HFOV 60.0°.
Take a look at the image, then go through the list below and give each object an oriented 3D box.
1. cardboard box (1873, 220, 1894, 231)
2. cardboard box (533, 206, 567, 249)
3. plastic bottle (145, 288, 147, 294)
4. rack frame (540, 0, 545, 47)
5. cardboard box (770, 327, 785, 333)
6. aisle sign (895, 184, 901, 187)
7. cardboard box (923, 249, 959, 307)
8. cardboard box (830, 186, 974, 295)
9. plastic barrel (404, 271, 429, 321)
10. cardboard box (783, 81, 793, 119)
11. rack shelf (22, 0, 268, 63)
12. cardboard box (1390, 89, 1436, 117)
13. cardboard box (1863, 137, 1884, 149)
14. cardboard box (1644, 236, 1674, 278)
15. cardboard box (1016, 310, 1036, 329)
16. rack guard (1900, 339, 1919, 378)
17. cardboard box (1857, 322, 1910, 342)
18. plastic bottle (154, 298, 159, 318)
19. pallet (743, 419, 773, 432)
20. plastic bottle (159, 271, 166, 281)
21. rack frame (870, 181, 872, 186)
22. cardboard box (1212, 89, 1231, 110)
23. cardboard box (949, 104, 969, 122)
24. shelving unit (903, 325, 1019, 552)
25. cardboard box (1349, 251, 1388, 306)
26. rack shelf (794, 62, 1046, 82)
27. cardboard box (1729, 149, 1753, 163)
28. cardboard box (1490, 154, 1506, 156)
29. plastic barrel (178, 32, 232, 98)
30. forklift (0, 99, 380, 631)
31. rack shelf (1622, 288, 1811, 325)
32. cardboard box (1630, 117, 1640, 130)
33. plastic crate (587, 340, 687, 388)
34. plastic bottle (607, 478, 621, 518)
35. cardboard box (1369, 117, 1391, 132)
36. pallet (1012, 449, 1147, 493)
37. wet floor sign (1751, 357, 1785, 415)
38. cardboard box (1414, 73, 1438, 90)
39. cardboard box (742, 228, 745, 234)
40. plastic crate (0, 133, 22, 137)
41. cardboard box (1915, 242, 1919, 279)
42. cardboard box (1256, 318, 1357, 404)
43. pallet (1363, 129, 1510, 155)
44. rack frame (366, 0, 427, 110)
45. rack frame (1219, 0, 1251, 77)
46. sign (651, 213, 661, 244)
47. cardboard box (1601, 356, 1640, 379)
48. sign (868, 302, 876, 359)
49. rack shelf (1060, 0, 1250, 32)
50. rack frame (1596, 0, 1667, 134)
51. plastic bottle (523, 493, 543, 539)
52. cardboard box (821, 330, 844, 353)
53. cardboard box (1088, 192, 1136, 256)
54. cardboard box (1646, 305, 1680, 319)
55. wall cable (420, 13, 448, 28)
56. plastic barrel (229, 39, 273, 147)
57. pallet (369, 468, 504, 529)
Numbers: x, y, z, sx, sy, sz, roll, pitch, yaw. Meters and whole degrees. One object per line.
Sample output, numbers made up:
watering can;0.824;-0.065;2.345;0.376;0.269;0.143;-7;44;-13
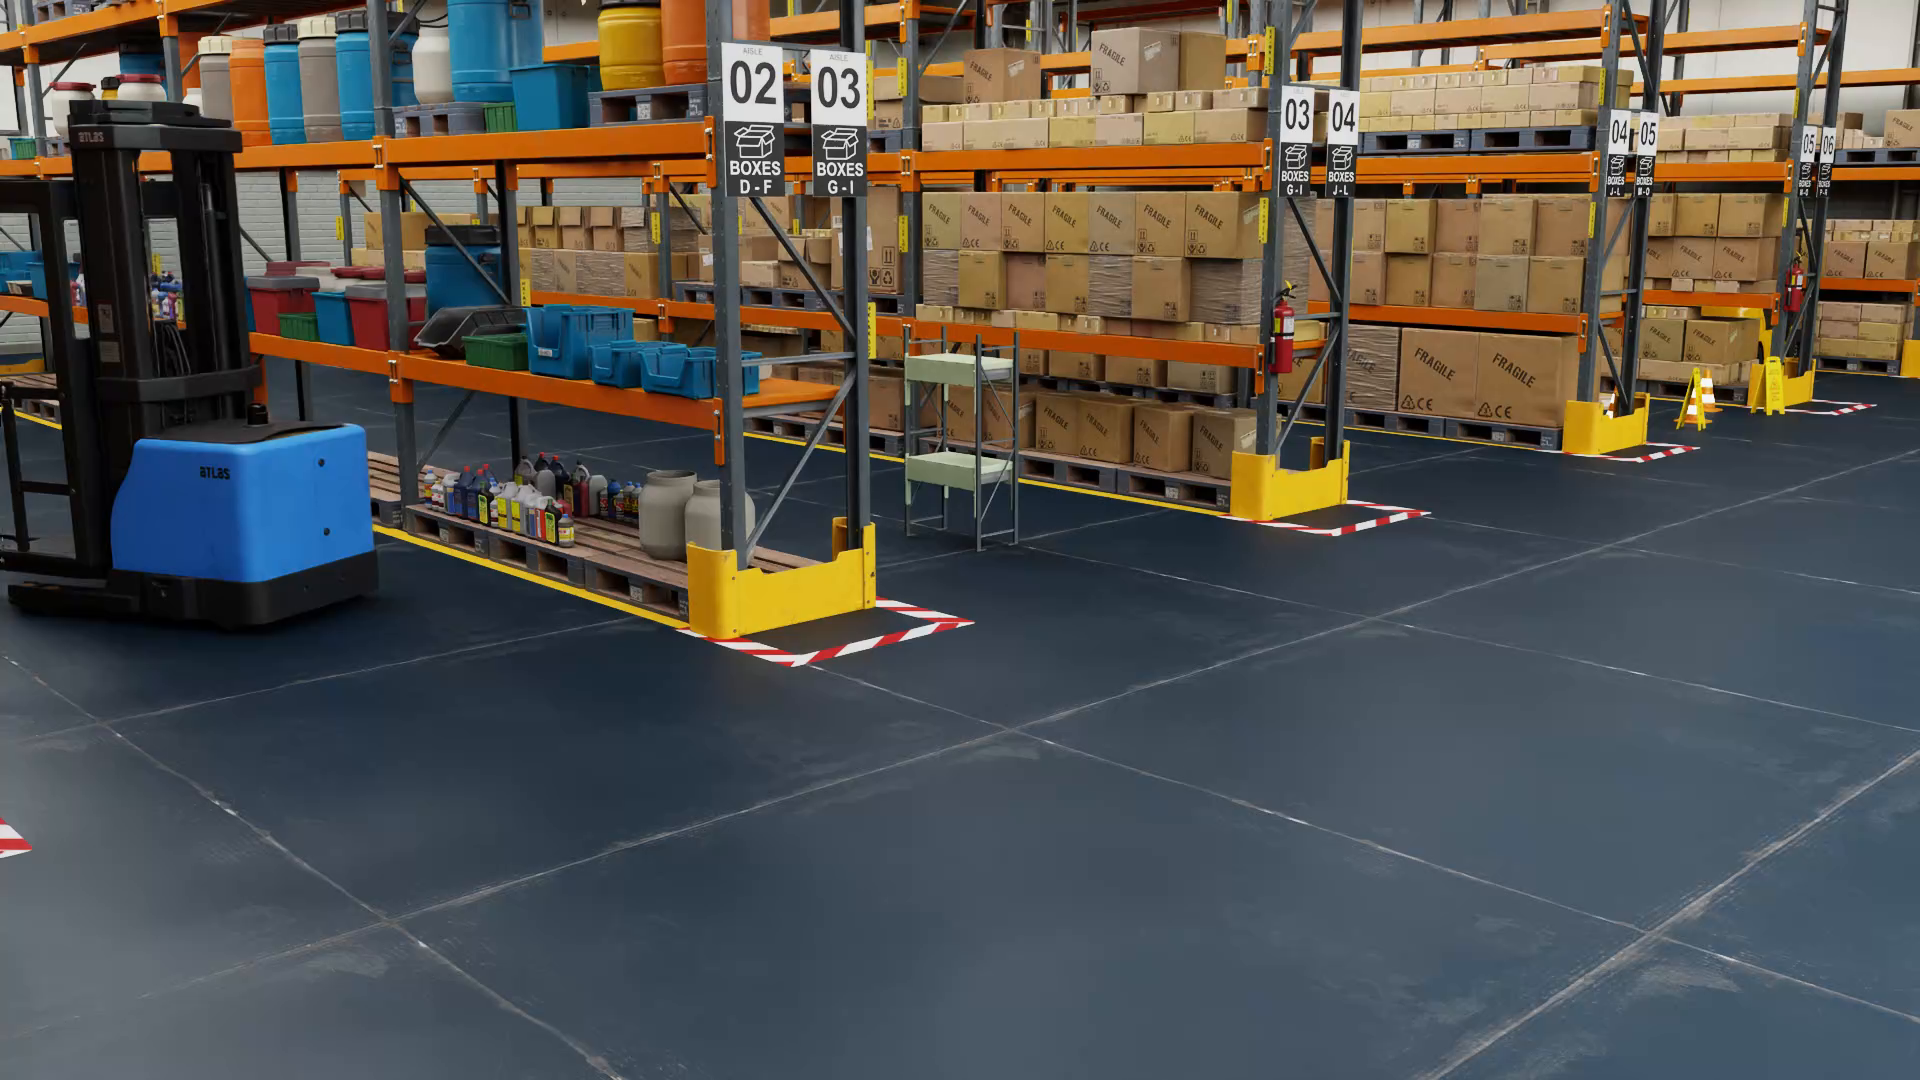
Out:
cardboard box;12.811;-4.343;22.965;0.380;0.149;0.250;-11;16;-42
cardboard box;-4.726;-3.801;20.191;0.797;0.503;0.637;-11;16;-42
plastic bottle;-7.916;-2.351;16.013;0.144;0.351;0.185;-11;16;-43
rack frame;-5.639;-6.392;20.638;1.000;3.000;0.127;-11;16;-43
cardboard box;-2.625;-3.125;24.933;0.250;0.149;0.380;11;16;42
aisle sign;-1.059;-6.746;30.778;0.394;0.787;0.004;-11;16;-43
cardboard box;0.152;-2.407;15.176;0.875;0.500;0.500;-11;16;-43
cardboard box;-0.561;-2.922;16.131;1.000;1.000;1.000;-11;16;-42
plastic barrel;-4.198;-1.833;13.039;0.433;0.535;0.433;0;12;0
cardboard box;-2.038;-4.382;16.827;0.500;0.500;0.500;11;16;44
rack shelf;-7.840;-4.862;15.984;1.077;0.370;4.000;-11;16;-43
cardboard box;4.727;-4.428;16.882;0.500;0.250;0.500;-11;16;-42
cardboard box;12.611;-5.455;22.858;0.250;0.149;0.380;11;16;44
cardboard box;8.556;-3.466;20.318;0.500;0.500;0.500;-11;16;-43
cardboard box;0.698;-1.911;14.377;0.380;0.149;0.250;-11;16;-43
rack guard;13.420;-2.548;23.041;1.175;0.500;0.348;-11;16;-43
cardboard box;12.841;-2.907;23.124;0.500;0.250;0.500;-11;16;-43
plastic bottle;-7.474;-2.178;15.542;0.097;0.201;0.097;0;12;0
pallet;-2.338;-1.390;18.137;1.003;0.211;1.213;-11;16;-43
plastic bottle;-8.349;-2.651;17.469;0.144;0.351;0.185;-11;16;-43
rack frame;-1.234;-5.419;30.780;1.000;3.000;0.127;-11;16;-43
cardboard box;2.136;-3.345;12.665;0.250;0.149;0.380;11;16;43
cardboard box;0.121;-3.758;14.667;0.250;0.149;0.380;11;16;42
shelving unit;0.005;-0.734;11.755;0.431;1.500;0.755;-11;16;-43
cardboard box;4.491;-2.812;17.755;0.875;0.550;0.550;-11;16;-43
rack shelf;-0.600;-6.229;22.618;1.077;0.370;4.000;-11;16;-43
cardboard box;9.172;-4.475;19.386;0.380;0.149;0.250;-11;16;-42
cardboard box;7.092;-4.933;21.611;0.380;0.149;0.250;-11;16;-43
plastic barrel;-6.848;-4.149;15.076;0.600;0.830;0.708;-11;16;-43
forklift;-5.105;-1.095;9.962;3.031;2.935;1.130;5;12;21
rack shelf;8.435;-3.023;20.935;1.077;0.370;4.000;-11;16;-43
cardboard box;8.285;-5.048;20.192;0.380;0.149;0.250;-10;16;-41
plastic crate;-1.940;-1.067;10.024;0.499;0.251;0.408;-11;16;-43
plastic bottle;-2.406;-0.294;11.576;0.097;0.271;0.097;0;12;0
cardboard box;4.430;-4.278;17.141;0.380;0.149;0.250;-11;16;-43
pallet;1.222;-0.650;14.542;1.003;0.211;1.213;-11;16;-43
wet floor sign;9.173;-1.754;18.825;0.267;0.644;0.232;-5;13;-23
cardboard box;4.774;-4.595;16.705;0.380;0.149;0.250;-11;16;-42
cardboard box;-3.220;-4.505;25.360;0.500;0.500;0.500;-11;16;-43
plastic crate;-11.127;-4.525;19.162;0.504;0.338;0.767;-11;16;-43
cardboard box;13.262;-3.936;23.335;0.500;0.500;0.500;-10;15;-41
cardboard box;3.927;-2.027;18.539;0.875;0.875;0.875;-11;16;-42
pallet;4.939;-4.090;17.115;1.003;0.211;1.213;-11;16;-43
rack frame;-3.696;-4.535;11.621;1.000;3.000;0.127;-11;16;-43
rack frame;5.116;-8.466;30.701;1.000;3.000;0.127;-11;16;-43
sign;-3.275;-3.360;17.915;0.100;0.325;0.005;-11;16;-43
cardboard box;8.346;-2.176;20.811;0.500;0.250;0.500;11;16;43
sign;-0.533;-1.224;9.734;0.100;0.325;0.005;-11;16;-43
rack shelf;3.735;-10.033;31.855;1.077;0.370;4.000;-11;16;-43
rack frame;6.305;-5.318;15.421;1.000;3.000;0.127;-11;16;-43
plastic bottle;-2.769;-0.162;10.923;0.135;0.276;0.152;11;16;44
cardboard box;-1.663;-2.967;24.034;0.500;0.500;0.500;-10;15;-40
cardboard box;1.397;-2.579;13.531;0.500;0.500;0.500;-11;16;-43
cardboard box;8.601;-2.790;20.326;0.380;0.149;0.250;-11;16;-42
wall cable;-9.813;-9.857;29.484;2.277;5.999;0.120;-11;16;-43
plastic barrel;-5.597;-3.614;13.522;0.600;0.830;0.708;-11;16;-43
pallet;-4.267;-0.340;13.038;1.003;0.211;1.213;-11;16;-43
